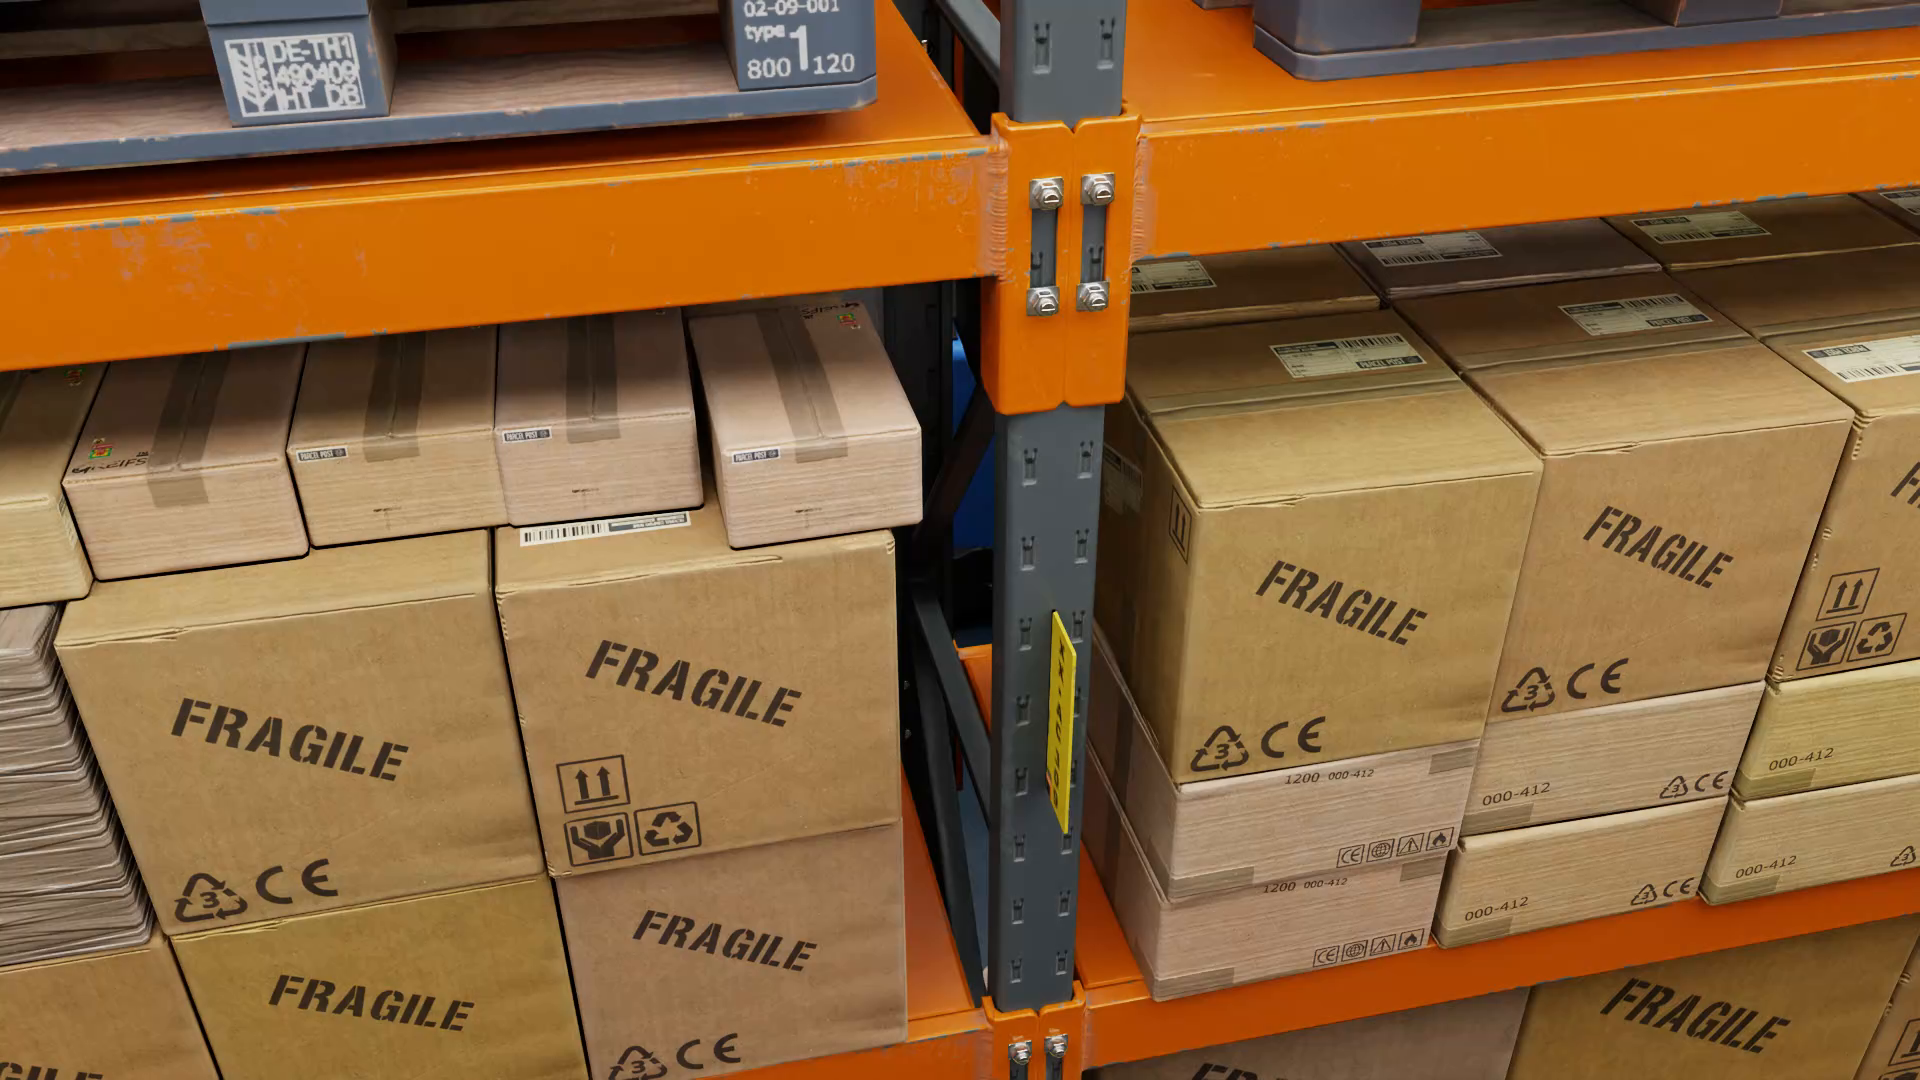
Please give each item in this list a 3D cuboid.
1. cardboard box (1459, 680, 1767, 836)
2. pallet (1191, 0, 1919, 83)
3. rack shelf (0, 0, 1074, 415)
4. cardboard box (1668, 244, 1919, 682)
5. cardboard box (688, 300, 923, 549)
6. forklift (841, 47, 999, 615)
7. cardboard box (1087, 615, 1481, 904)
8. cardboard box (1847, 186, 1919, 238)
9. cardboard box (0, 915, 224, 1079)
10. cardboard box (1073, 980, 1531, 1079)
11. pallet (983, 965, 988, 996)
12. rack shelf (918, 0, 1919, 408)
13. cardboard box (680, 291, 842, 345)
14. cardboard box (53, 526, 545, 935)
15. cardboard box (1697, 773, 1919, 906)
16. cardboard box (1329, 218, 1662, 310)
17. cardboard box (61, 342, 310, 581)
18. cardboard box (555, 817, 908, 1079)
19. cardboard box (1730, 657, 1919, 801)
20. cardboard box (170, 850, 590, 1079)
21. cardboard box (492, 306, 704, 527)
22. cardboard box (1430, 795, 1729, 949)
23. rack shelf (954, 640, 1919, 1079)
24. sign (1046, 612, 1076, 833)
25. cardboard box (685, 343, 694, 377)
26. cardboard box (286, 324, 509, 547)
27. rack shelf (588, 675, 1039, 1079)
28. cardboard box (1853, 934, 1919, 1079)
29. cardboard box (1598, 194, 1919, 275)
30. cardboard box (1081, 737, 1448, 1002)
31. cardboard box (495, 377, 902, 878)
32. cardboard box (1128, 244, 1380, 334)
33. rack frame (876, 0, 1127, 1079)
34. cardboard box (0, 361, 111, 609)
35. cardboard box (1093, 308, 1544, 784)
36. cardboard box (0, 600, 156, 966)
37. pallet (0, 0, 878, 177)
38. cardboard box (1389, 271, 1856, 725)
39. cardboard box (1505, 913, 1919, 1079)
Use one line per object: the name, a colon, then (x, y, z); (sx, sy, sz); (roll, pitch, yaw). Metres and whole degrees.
cardboard box: (1.010, 0.224, 2.910); (0.500, 0.250, 0.500); (-7, 34, -10)
pallet: (0.900, -0.956, 2.462); (1.217, 0.209, 0.805); (-9, 35, -12)
rack shelf: (-1.934, -0.351, 2.035); (4.000, 0.370, 1.077); (-7, 35, -11)
cardboard box: (1.489, -0.143, 2.784); (0.500, 0.500, 0.500); (-8, 35, -12)
cardboard box: (-0.214, -0.165, 2.235); (0.250, 0.149, 0.380); (-8, 35, -12)
forklift: (0.631, -1.277, 5.522); (3.031, 2.935, 1.130); (-5, 34, -8)
cardboard box: (0.508, 0.304, 2.792); (0.500, 0.250, 0.500); (-8, 35, -12)
cardboard box: (1.900, -0.489, 3.300); (0.500, 0.500, 0.500); (-7, 34, -10)
cardboard box: (-1.367, 0.640, 2.514); (0.500, 0.500, 0.500); (-8, 35, -11)
cardboard box: (0.603, 0.938, 3.690); (0.875, 0.875, 0.875); (-6, 34, -9)
pallet: (0.752, 1.372, 4.016); (1.213, 0.211, 1.003); (-7, 35, -11)
rack shelf: (1.967, -0.843, 2.768); (4.000, 0.370, 1.077); (-7, 35, -11)
cardboard box: (-0.349, -0.479, 2.702); (0.250, 0.149, 0.380); (-8, 35, -11)
cardboard box: (-0.880, 0.159, 2.334); (0.500, 0.500, 0.500); (-8, 35, -11)
cardboard box: (1.511, 0.383, 3.122); (0.500, 0.250, 0.500); (-7, 35, -11)
cardboard box: (0.900, -0.366, 3.116); (0.500, 0.500, 0.500); (-7, 34, -10)
cardboard box: (-0.983, -0.126, 2.176); (0.250, 0.149, 0.380); (-7, 35, -11)
cardboard box: (-0.380, 0.504, 2.717); (0.500, 0.500, 0.500); (-7, 34, -10)
cardboard box: (1.508, 0.177, 2.981); (0.500, 0.250, 0.500); (-7, 34, -10)
cardboard box: (-0.880, 0.570, 2.618); (0.500, 0.500, 0.500); (-8, 35, -12)
cardboard box: (-0.495, -0.192, 2.275); (0.250, 0.149, 0.380); (-6, 34, -9)
cardboard box: (1.008, 0.437, 3.041); (0.500, 0.250, 0.500); (-8, 35, -12)
rack shelf: (1.967, 0.403, 3.604); (4.000, 0.370, 1.077); (-7, 35, -11)
sign: (0.140, 0.259, 2.324); (0.005, 0.325, 0.100); (-7, 35, -11)
cardboard box: (-0.502, -0.180, 2.839); (0.500, 0.500, 0.500); (-7, 34, -10)
cardboard box: (-0.740, -0.167, 2.237); (0.250, 0.149, 0.380); (-7, 35, -10)
rack shelf: (-1.934, 0.894, 2.871); (4.000, 0.370, 1.077); (-7, 35, -11)
cardboard box: (2.355, 0.713, 4.025); (0.875, 0.875, 0.875); (-7, 34, -10)
cardboard box: (1.399, -0.418, 3.193); (0.500, 0.500, 0.500); (-6, 34, -9)
cardboard box: (0.504, 0.501, 2.945); (0.500, 0.250, 0.500); (-8, 35, -12)
cardboard box: (-0.383, 0.101, 2.420); (0.500, 0.500, 0.500); (-7, 35, -11)
cardboard box: (0.397, -0.298, 3.016); (0.500, 0.500, 0.500); (-6, 34, -9)
rack frame: (0.016, 0.350, 3.037); (0.127, 3.000, 1.000); (-7, 35, -11)
cardboard box: (-1.219, -0.075, 2.101); (0.250, 0.149, 0.380); (-7, 35, -11)
cardboard box: (0.509, -0.005, 2.578); (0.500, 0.500, 0.500); (-7, 34, -10)
cardboard box: (-1.374, 0.227, 2.233); (0.500, 0.500, 0.500); (-7, 34, -10)
pallet: (-0.784, -0.764, 2.084); (1.213, 0.211, 1.003); (-7, 35, -11)
cardboard box: (0.999, -0.082, 2.694); (0.500, 0.500, 0.500); (-7, 35, -11)
cardboard box: (1.483, 0.823, 3.862); (0.875, 0.875, 0.875); (-6, 34, -9)
